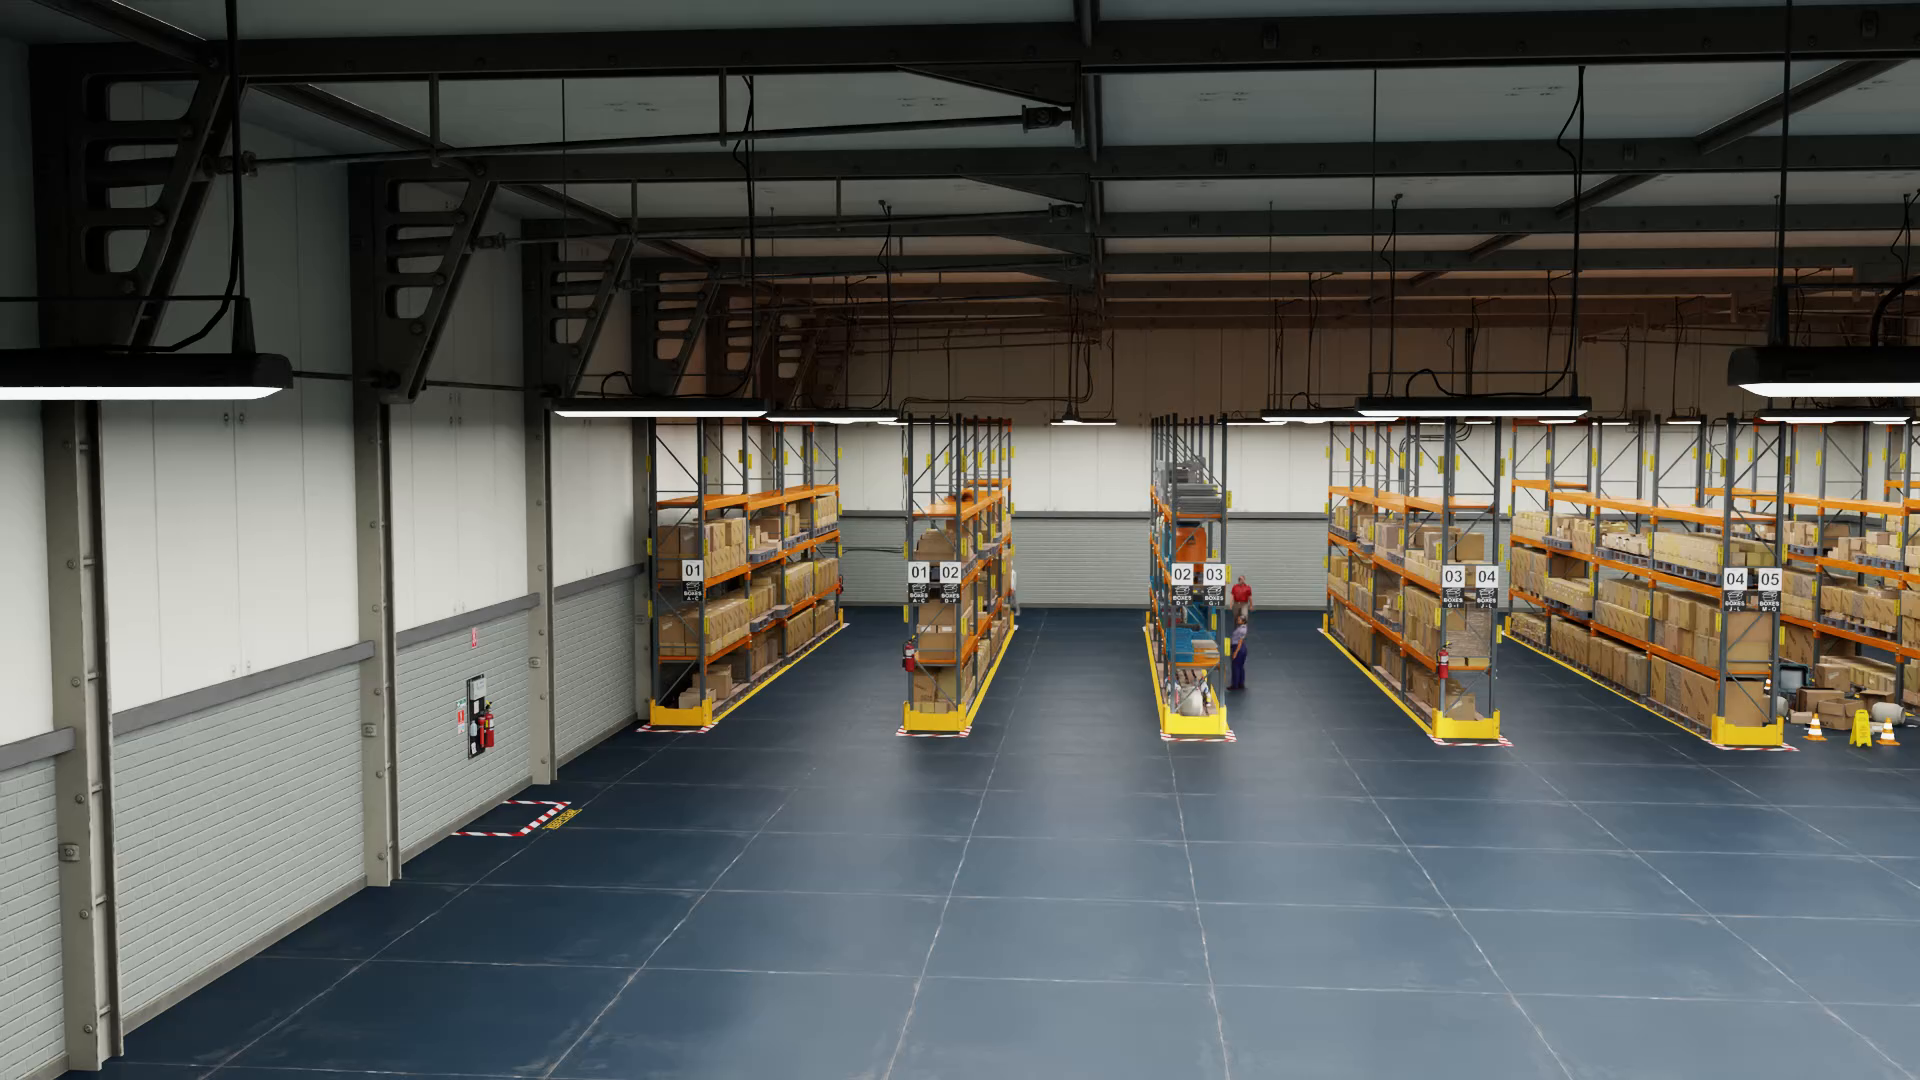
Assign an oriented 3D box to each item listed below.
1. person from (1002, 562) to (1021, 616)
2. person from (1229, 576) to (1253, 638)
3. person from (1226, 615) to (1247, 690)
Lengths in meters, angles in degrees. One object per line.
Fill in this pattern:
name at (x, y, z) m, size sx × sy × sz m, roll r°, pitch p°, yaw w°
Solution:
person at (1.439, 1.483, 50.013) m, size 0.591 × 1.724 × 1.045 m, roll 3°, pitch 5°, yaw 38°
person at (7.710, 1.807, 45.582) m, size 0.648 × 1.660 × 1.032 m, roll 1°, pitch 4°, yaw 9°
person at (6.061, 2.461, 36.387) m, size 0.431 × 1.645 × 0.560 m, roll 1°, pitch 4°, yaw 19°
